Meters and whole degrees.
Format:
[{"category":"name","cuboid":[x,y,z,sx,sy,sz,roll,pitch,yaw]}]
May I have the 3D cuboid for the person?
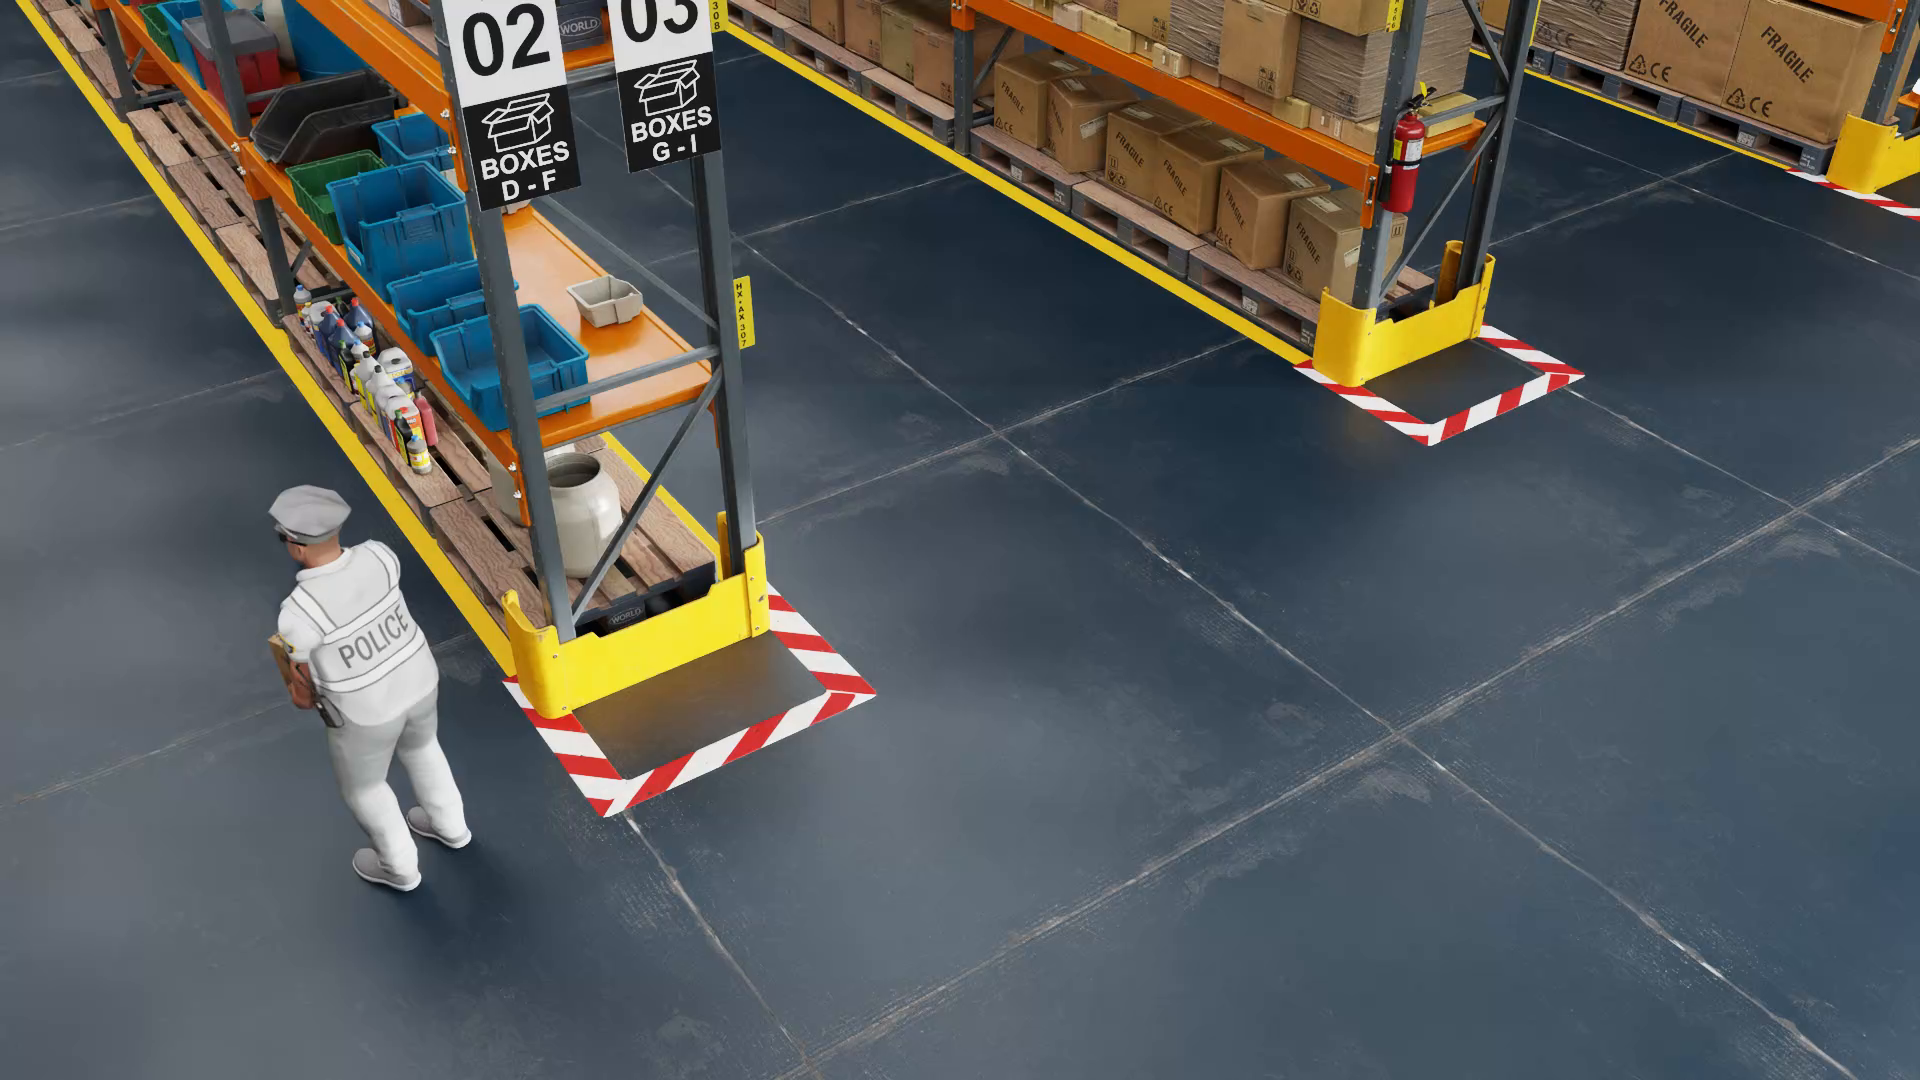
[{"category":"person","cuboid":[-2.252,0.559,6.233,0.560,1.755,0.489,20,40,25]}]
